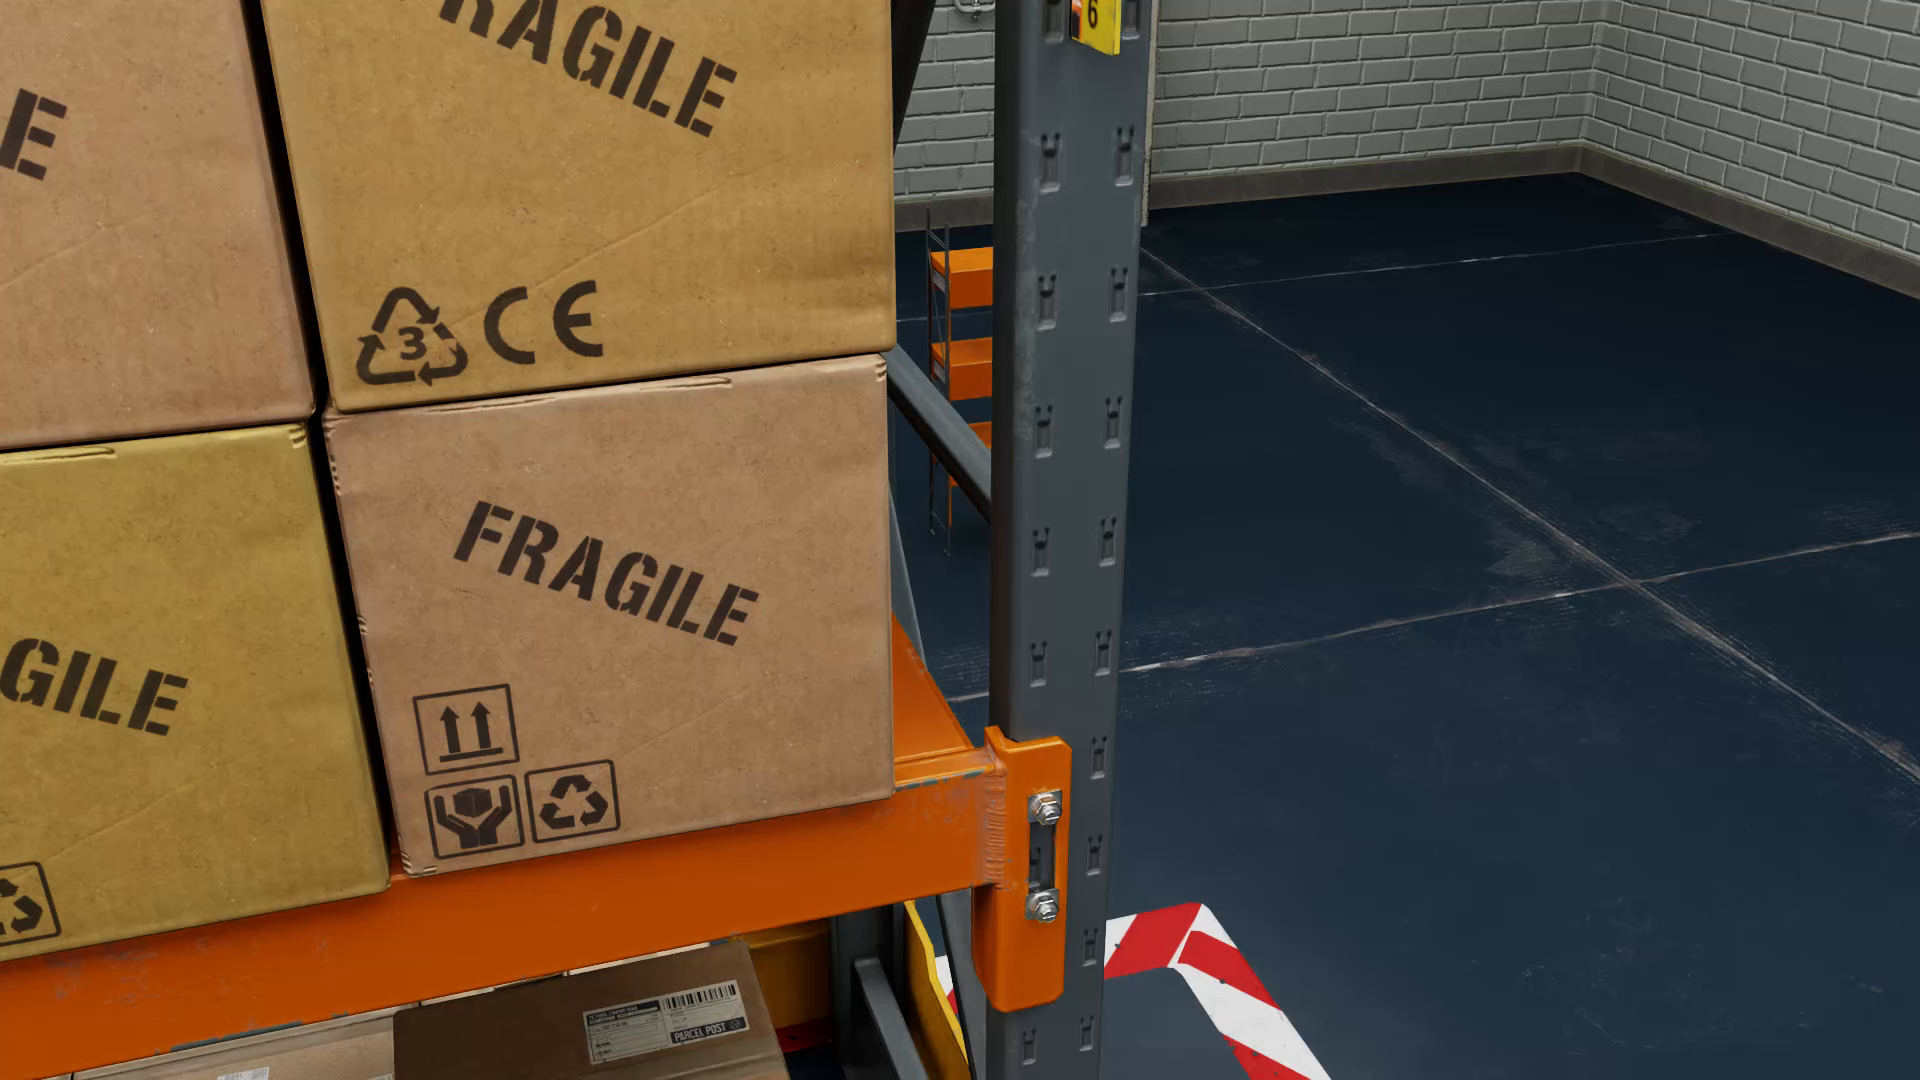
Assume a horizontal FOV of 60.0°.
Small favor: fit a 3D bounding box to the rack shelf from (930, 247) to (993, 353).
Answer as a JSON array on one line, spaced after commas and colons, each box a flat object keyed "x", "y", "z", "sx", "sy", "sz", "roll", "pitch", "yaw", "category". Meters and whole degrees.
[{"x": 0.051, "y": -0.722, "z": 4.910, "sx": 0.240, "sy": 0.259, "sz": 0.215, "roll": -8, "pitch": 28, "yaw": -16, "category": "rack shelf"}]

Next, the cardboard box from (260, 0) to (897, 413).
[{"x": -0.374, "y": -0.469, "z": 1.584, "sx": 0.500, "sy": 0.500, "sz": 0.500, "roll": -8, "pitch": 28, "yaw": -17, "category": "cardboard box"}]

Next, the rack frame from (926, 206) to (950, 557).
[{"x": -0.065, "y": -0.461, "z": 4.998, "sx": 0.008, "sy": 1.050, "sz": 0.200, "roll": -8, "pitch": 28, "yaw": -16, "category": "rack frame"}]

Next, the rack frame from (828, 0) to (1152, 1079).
[{"x": -0.036, "y": -0.154, "z": 2.186, "sx": 0.127, "sy": 3.000, "sz": 1.000, "roll": -8, "pitch": 28, "yaw": -16, "category": "rack frame"}]

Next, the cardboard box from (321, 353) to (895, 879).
[{"x": -0.377, "y": -0.022, "z": 1.808, "sx": 0.500, "sy": 0.500, "sz": 0.500, "roll": -7, "pitch": 27, "yaw": -15, "category": "cardboard box"}]

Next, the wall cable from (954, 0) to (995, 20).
[{"x": -0.648, "y": -3.279, "z": 7.339, "sx": 1.851, "sy": 1.984, "sz": 0.084, "roll": -8, "pitch": 28, "yaw": -16, "category": "wall cable"}]

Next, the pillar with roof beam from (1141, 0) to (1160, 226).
[{"x": 2.059, "y": -3.852, "z": 2.889, "sx": 0.400, "sy": 9.000, "sz": 9.100, "roll": -8, "pitch": 28, "yaw": -16, "category": "pillar with roof beam"}]

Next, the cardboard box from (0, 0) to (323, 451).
[{"x": -0.854, "y": -0.399, "z": 1.443, "sx": 0.500, "sy": 0.500, "sz": 0.500, "roll": -7, "pitch": 27, "yaw": -15, "category": "cardboard box"}]

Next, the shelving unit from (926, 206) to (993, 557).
[{"x": 0.051, "y": -0.478, "z": 5.031, "sx": 0.252, "sy": 1.050, "sz": 0.215, "roll": -8, "pitch": 28, "yaw": -16, "category": "shelving unit"}]

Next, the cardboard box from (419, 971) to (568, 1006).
[{"x": -0.778, "y": 0.865, "z": 2.826, "sx": 0.250, "sy": 0.166, "sz": 0.380, "roll": -8, "pitch": 28, "yaw": -16, "category": "cardboard box"}]

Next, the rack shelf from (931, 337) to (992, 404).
[{"x": 0.051, "y": -0.468, "z": 5.036, "sx": 0.240, "sy": 0.259, "sz": 0.215, "roll": -8, "pitch": 28, "yaw": -16, "category": "rack shelf"}]

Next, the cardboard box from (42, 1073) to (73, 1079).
[{"x": -1.591, "y": 0.973, "z": 2.513, "sx": 0.500, "sy": 0.250, "sz": 0.500, "roll": -8, "pitch": 28, "yaw": -16, "category": "cardboard box"}]

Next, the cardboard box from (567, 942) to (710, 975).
[{"x": -0.540, "y": 0.839, "z": 2.899, "sx": 0.250, "sy": 0.149, "sz": 0.380, "roll": -8, "pitch": 28, "yaw": -16, "category": "cardboard box"}]

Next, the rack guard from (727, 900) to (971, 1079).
[{"x": -0.108, "y": 0.976, "z": 2.721, "sx": 0.348, "sy": 0.500, "sz": 1.175, "roll": -8, "pitch": 28, "yaw": -16, "category": "rack guard"}]

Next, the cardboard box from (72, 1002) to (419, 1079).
[{"x": -1.116, "y": 0.905, "z": 2.652, "sx": 0.500, "sy": 0.250, "sz": 0.500, "roll": -8, "pitch": 28, "yaw": -16, "category": "cardboard box"}]

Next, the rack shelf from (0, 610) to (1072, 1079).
[{"x": -1.937, "y": 0.444, "z": 1.791, "sx": 4.000, "sy": 0.370, "sz": 1.077, "roll": -8, "pitch": 28, "yaw": -16, "category": "rack shelf"}]

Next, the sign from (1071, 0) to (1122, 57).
[{"x": 0.117, "y": -0.576, "z": 1.380, "sx": 0.005, "sy": 0.325, "sz": 0.100, "roll": -8, "pitch": 28, "yaw": -16, "category": "sign"}]

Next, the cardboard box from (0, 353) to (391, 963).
[{"x": -0.869, "y": 0.051, "z": 1.661, "sx": 0.500, "sy": 0.500, "sz": 0.500, "roll": -8, "pitch": 28, "yaw": -16, "category": "cardboard box"}]

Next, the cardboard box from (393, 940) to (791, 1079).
[{"x": -0.476, "y": 0.948, "z": 2.284, "sx": 0.500, "sy": 0.500, "sz": 0.500, "roll": -8, "pitch": 28, "yaw": -16, "category": "cardboard box"}]

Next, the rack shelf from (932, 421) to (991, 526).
[{"x": 0.051, "y": -0.219, "z": 5.160, "sx": 0.240, "sy": 0.259, "sz": 0.215, "roll": -8, "pitch": 28, "yaw": -16, "category": "rack shelf"}]
